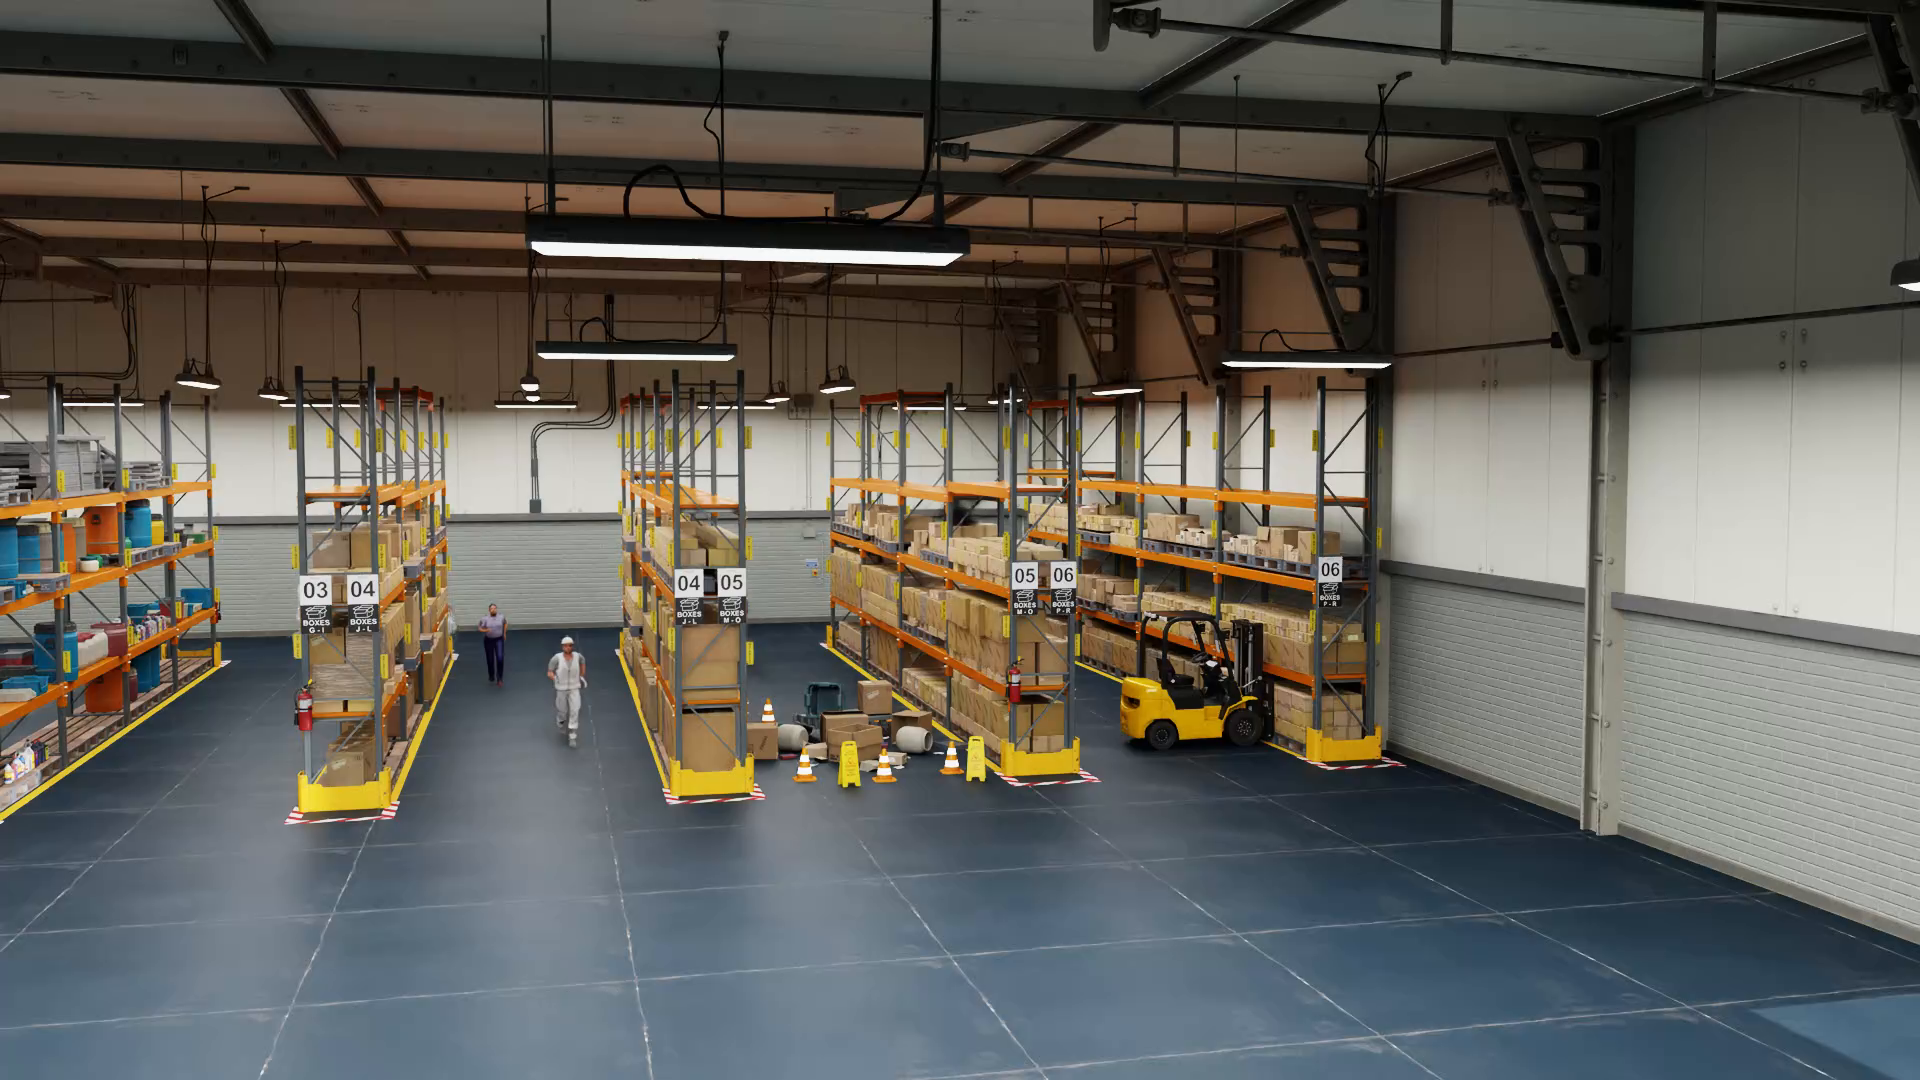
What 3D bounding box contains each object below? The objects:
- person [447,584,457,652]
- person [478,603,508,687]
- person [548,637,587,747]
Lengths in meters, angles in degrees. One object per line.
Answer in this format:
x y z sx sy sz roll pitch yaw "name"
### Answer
-12.282 1.789 39.517 0.570 1.750 0.747 0 3 1 "person"
-9.586 2.144 34.147 0.594 1.701 0.783 -1 4 -16 "person"
-6.477 2.467 27.428 0.634 1.777 0.984 -1 4 -20 "person"
